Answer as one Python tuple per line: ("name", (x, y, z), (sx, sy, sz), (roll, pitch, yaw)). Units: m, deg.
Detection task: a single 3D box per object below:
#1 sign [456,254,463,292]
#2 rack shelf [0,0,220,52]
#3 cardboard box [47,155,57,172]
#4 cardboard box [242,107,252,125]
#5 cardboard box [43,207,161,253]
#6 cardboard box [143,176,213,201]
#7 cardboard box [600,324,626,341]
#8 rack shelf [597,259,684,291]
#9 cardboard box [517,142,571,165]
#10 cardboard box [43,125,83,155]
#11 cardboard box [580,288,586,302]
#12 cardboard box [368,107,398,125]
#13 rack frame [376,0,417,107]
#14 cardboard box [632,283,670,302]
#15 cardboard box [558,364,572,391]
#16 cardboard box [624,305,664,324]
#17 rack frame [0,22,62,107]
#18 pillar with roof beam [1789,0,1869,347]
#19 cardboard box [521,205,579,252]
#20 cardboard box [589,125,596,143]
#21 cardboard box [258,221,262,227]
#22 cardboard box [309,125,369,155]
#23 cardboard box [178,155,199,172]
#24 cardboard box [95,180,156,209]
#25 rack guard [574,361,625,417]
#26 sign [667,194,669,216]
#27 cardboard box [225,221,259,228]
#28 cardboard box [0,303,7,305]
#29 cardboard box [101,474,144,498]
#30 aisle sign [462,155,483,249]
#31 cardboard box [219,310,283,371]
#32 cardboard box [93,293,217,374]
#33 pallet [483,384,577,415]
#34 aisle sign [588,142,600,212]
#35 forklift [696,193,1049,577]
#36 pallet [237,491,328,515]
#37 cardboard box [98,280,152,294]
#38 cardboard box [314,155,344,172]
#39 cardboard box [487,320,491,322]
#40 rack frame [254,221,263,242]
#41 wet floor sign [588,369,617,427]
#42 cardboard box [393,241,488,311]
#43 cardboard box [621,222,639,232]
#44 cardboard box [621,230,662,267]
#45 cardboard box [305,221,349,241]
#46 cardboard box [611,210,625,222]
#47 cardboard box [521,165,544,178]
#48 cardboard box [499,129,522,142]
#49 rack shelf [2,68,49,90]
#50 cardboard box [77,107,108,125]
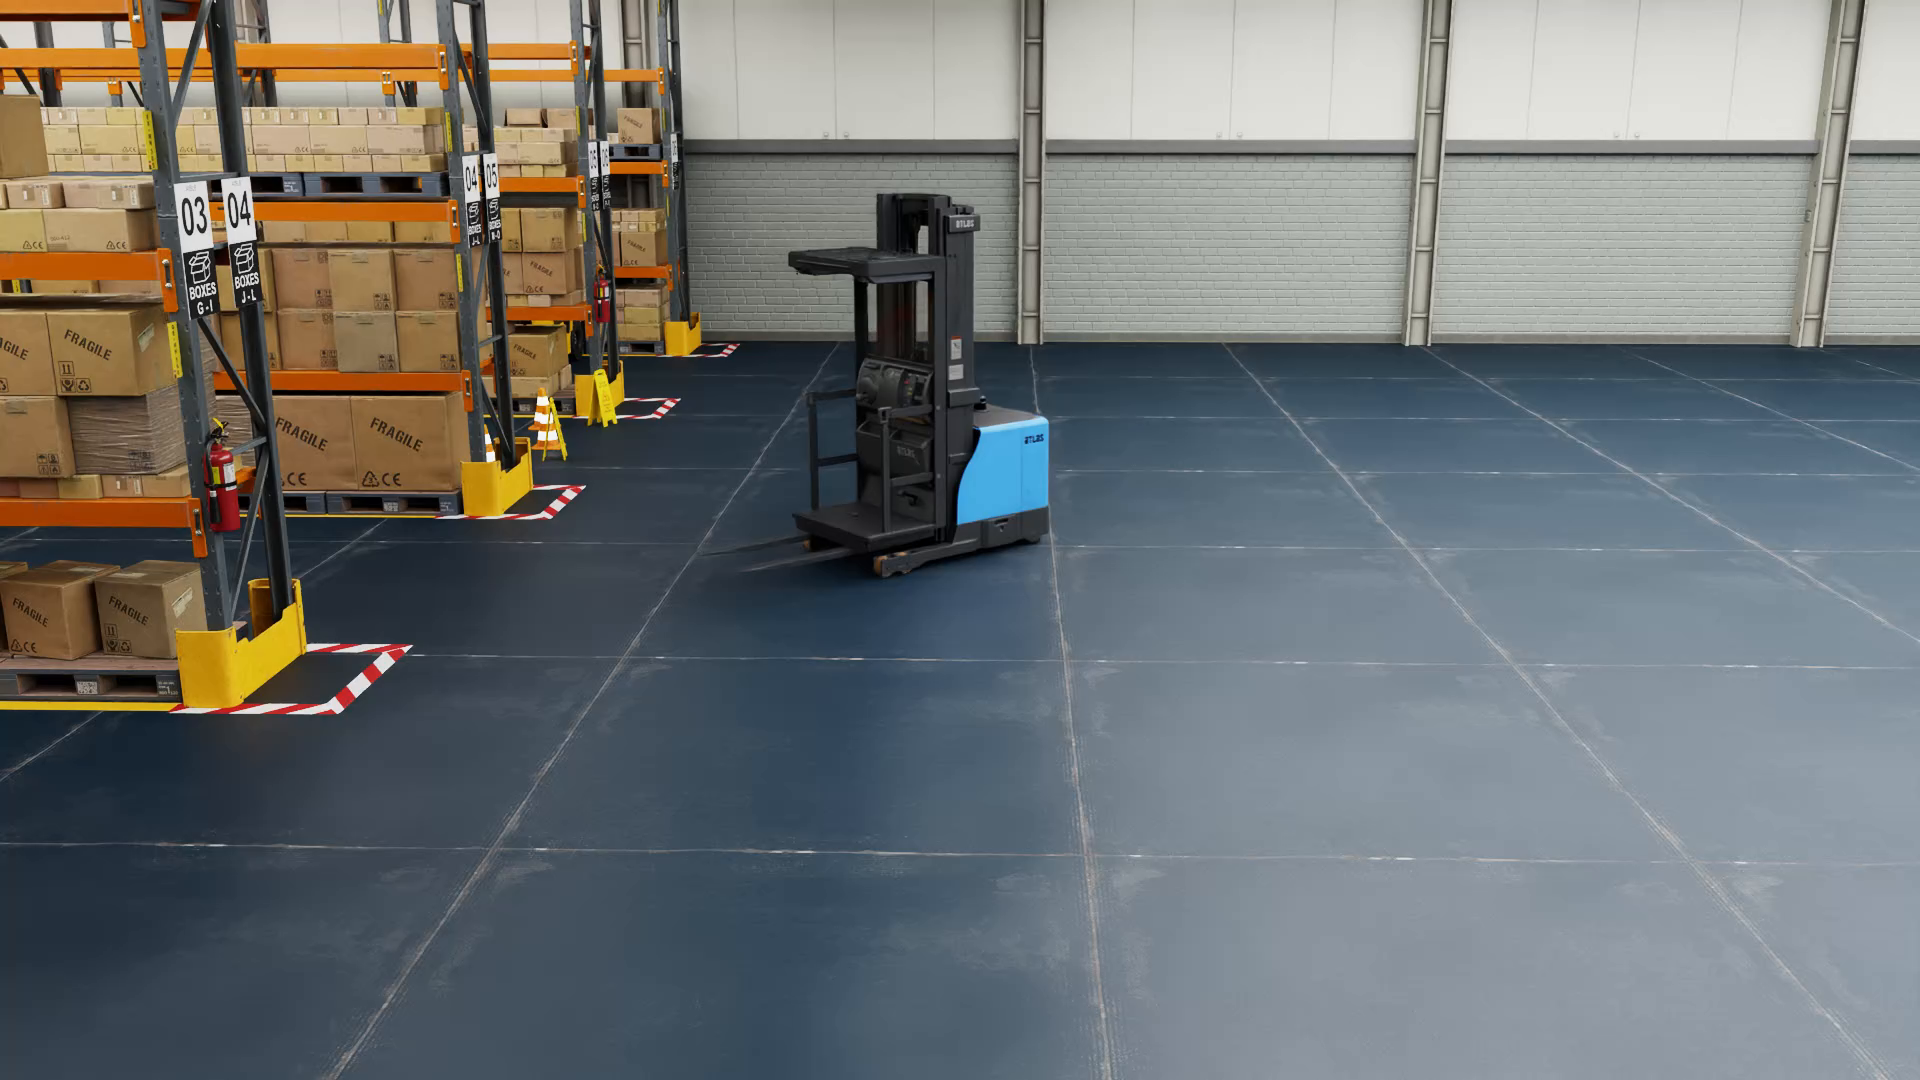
("sign", (-4.402, -2.351, 14.637), (0.005, 0.325, 0.100), (0, 15, 1))
("rack shelf", (-6.601, -3.115, 9.923), (4.000, 0.370, 1.077), (0, 15, 1))
("cardboard box", (-8.018, -3.332, 14.683), (0.250, 0.149, 0.380), (0, 15, 1))
("cardboard box", (-6.245, -3.706, 14.538), (0.250, 0.149, 0.380), (0, 15, 2))
("cardboard box", (-5.091, -1.867, 9.950), (0.500, 0.250, 0.500), (1, 15, 3))
("cardboard box", (-4.871, -2.182, 10.363), (0.250, 0.149, 0.380), (0, 15, 1))
("cardboard box", (-5.201, -3.145, 24.949), (0.500, 0.250, 0.500), (0, 15, 1))
("rack shelf", (-6.225, -4.009, 25.065), (4.000, 0.370, 1.077), (0, 15, 1))
("cardboard box", (-4.867, -4.534, 19.477), (0.500, 0.250, 0.500), (0, 15, 1))
("cardboard box", (-7.891, -3.539, 14.687), (0.500, 0.250, 0.500), (0, 15, 2))
("cardboard box", (-4.683, -3.011, 20.366), (0.250, 0.149, 0.380), (0, 15, 2))
("cardboard box", (-4.969, -3.698, 14.508), (0.250, 0.149, 0.380), (0, 15, 2))
("rack frame", (-8.225, -7.270, 24.257), (0.127, 3.000, 1.000), (0, 15, 1))
("cardboard box", (-4.702, -3.752, 25.288), (0.500, 0.250, 0.500), (0, 15, 1))
("cardboard box", (-5.148, -2.027, 20.710), (0.500, 0.250, 0.500), (0, 15, 1))
("cardboard box", (-4.720, -3.382, 24.867), (0.500, 0.250, 0.500), (0, 15, 1))
("rack frame", (-8.373, -4.742, 14.672), (0.127, 3.000, 1.000), (0, 15, 1))
("pillar with roof beam", (12.985, -6.264, 20.441), (0.400, 9.000, 9.100), (0, 15, 1))
("cardboard box", (-4.865, -3.701, 19.749), (0.500, 0.500, 0.700), (0, 15, 0))
("cardboard box", (-5.316, -5.910, 24.225), (0.258, 0.266, 0.396), (0, 15, 2))
("cardboard box", (-10.359, -4.698, 24.799), (0.250, 0.149, 0.380), (0, 15, 1))
("cardboard box", (-5.371, -3.523, 14.626), (0.500, 0.250, 0.500), (0, 15, 2))
("cardboard box", (-6.745, -3.324, 14.653), (0.250, 0.149, 0.380), (0, 15, 1))
("cardboard box", (-4.888, -2.043, 9.838), (0.250, 0.149, 0.380), (0, 15, 1))
("rack guard", (-4.425, -1.870, 20.447), (0.348, 0.500, 1.175), (0, 15, 1))
("sign", (-4.254, -4.880, 24.222), (0.005, 0.325, 0.100), (0, 15, 1))
("cardboard box", (-8.809, -3.906, 20.391), (0.250, 0.149, 0.380), (0, 15, 1))
("cardboard box", (-6.158, -1.172, 10.165), (0.500, 0.500, 0.500), (0, 15, 1))
("cardboard box", (-5.142, -0.380, 10.393), (0.250, 0.149, 0.380), (0, 15, 1))
("aisle sign", (-4.311, -2.995, 14.715), (0.004, 0.787, 0.394), (0, 15, 1))
("cardboard box", (-6.384, -1.905, 15.386), (0.500, 0.550, 0.875), (0, 15, 1))
("cardboard box", (-5.145, -1.299, 10.646), (0.500, 0.500, 0.500), (0, 15, 1))
("pallet", (-5.236, -1.744, 20.538), (1.213, 0.211, 1.003), (0, 15, 1))
("aisle sign", (-4.294, -4.260, 19.512), (0.004, 0.787, 0.394), (0, 15, 1))
("forklift", (-0.695, -1.272, 13.418), (3.031, 2.935, 1.130), (-12, 19, -38))
("pallet", (-6.392, -0.460, 15.671), (1.213, 0.211, 1.003), (0, 15, 1))
("cardboard box", (-7.452, -2.450, 15.337), (0.550, 0.550, 0.875), (0, 15, 1))
("cardboard box", (-5.477, -3.316, 14.622), (0.250, 0.149, 0.380), (1, 15, 2))
("cardboard box", (-5.776, -2.554, 19.966), (0.250, 0.149, 0.380), (1, 15, 2))
("rack frame", (-8.348, -3.104, 20.225), (0.127, 3.000, 1.000), (0, 15, 1))
("wet floor sign", (-4.186, -1.665, 19.387), (0.232, 0.644, 0.267), (6, 16, 21))
("cardboard box", (-4.744, -2.422, 15.228), (0.550, 0.550, 0.875), (0, 15, 1))
("cardboard box", (-4.836, -4.631, 24.544), (0.250, 0.149, 0.380), (1, 15, 2))
("cardboard box", (-4.725, -4.328, 24.669), (0.500, 0.500, 0.500), (0, 15, 0))
("cardboard box", (-7.403, -3.712, 19.792), (0.500, 0.500, 0.700), (0, 15, 2))
("cardboard box", (-5.099, -4.787, 24.552), (0.250, 0.149, 0.380), (1, 15, 3))
("cardboard box", (-4.962, -4.331, 19.488), (0.250, 0.149, 0.380), (0, 15, 2))
("cardboard box", (-5.207, -4.728, 19.429), (0.250, 0.149, 0.380), (0, 15, 1))
("rack shelf", (-10.372, -4.213, 14.864), (4.000, 0.370, 1.077), (0, 15, 1))
("cardboard box", (-7.510, -3.715, 14.570), (0.250, 0.149, 0.380), (0, 15, 1))
